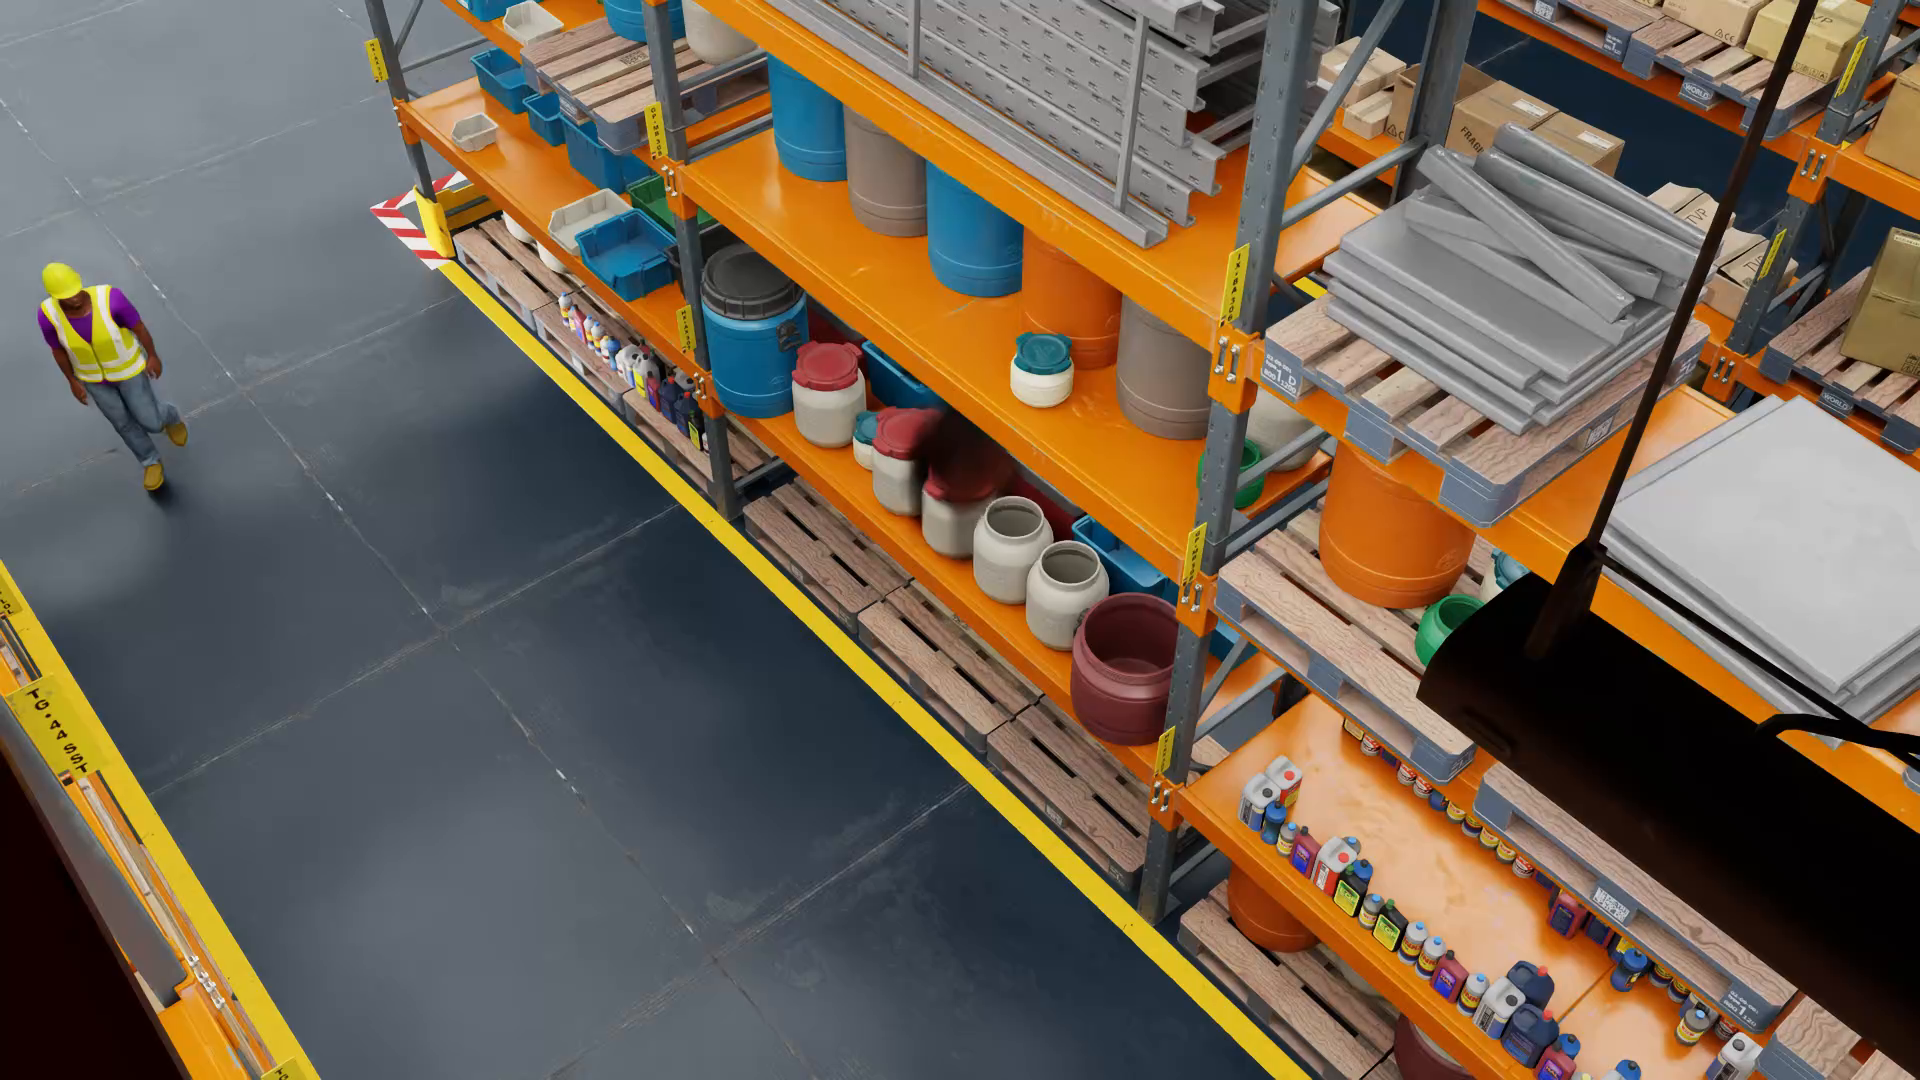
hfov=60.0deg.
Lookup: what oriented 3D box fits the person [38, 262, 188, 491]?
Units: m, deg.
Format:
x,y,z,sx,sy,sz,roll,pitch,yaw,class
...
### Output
x,y,z,sx,sy,sz,roll,pitch,yaw,class
-5.515,-1.133,10.829,0.565,1.756,0.603,-5,47,-4,person
